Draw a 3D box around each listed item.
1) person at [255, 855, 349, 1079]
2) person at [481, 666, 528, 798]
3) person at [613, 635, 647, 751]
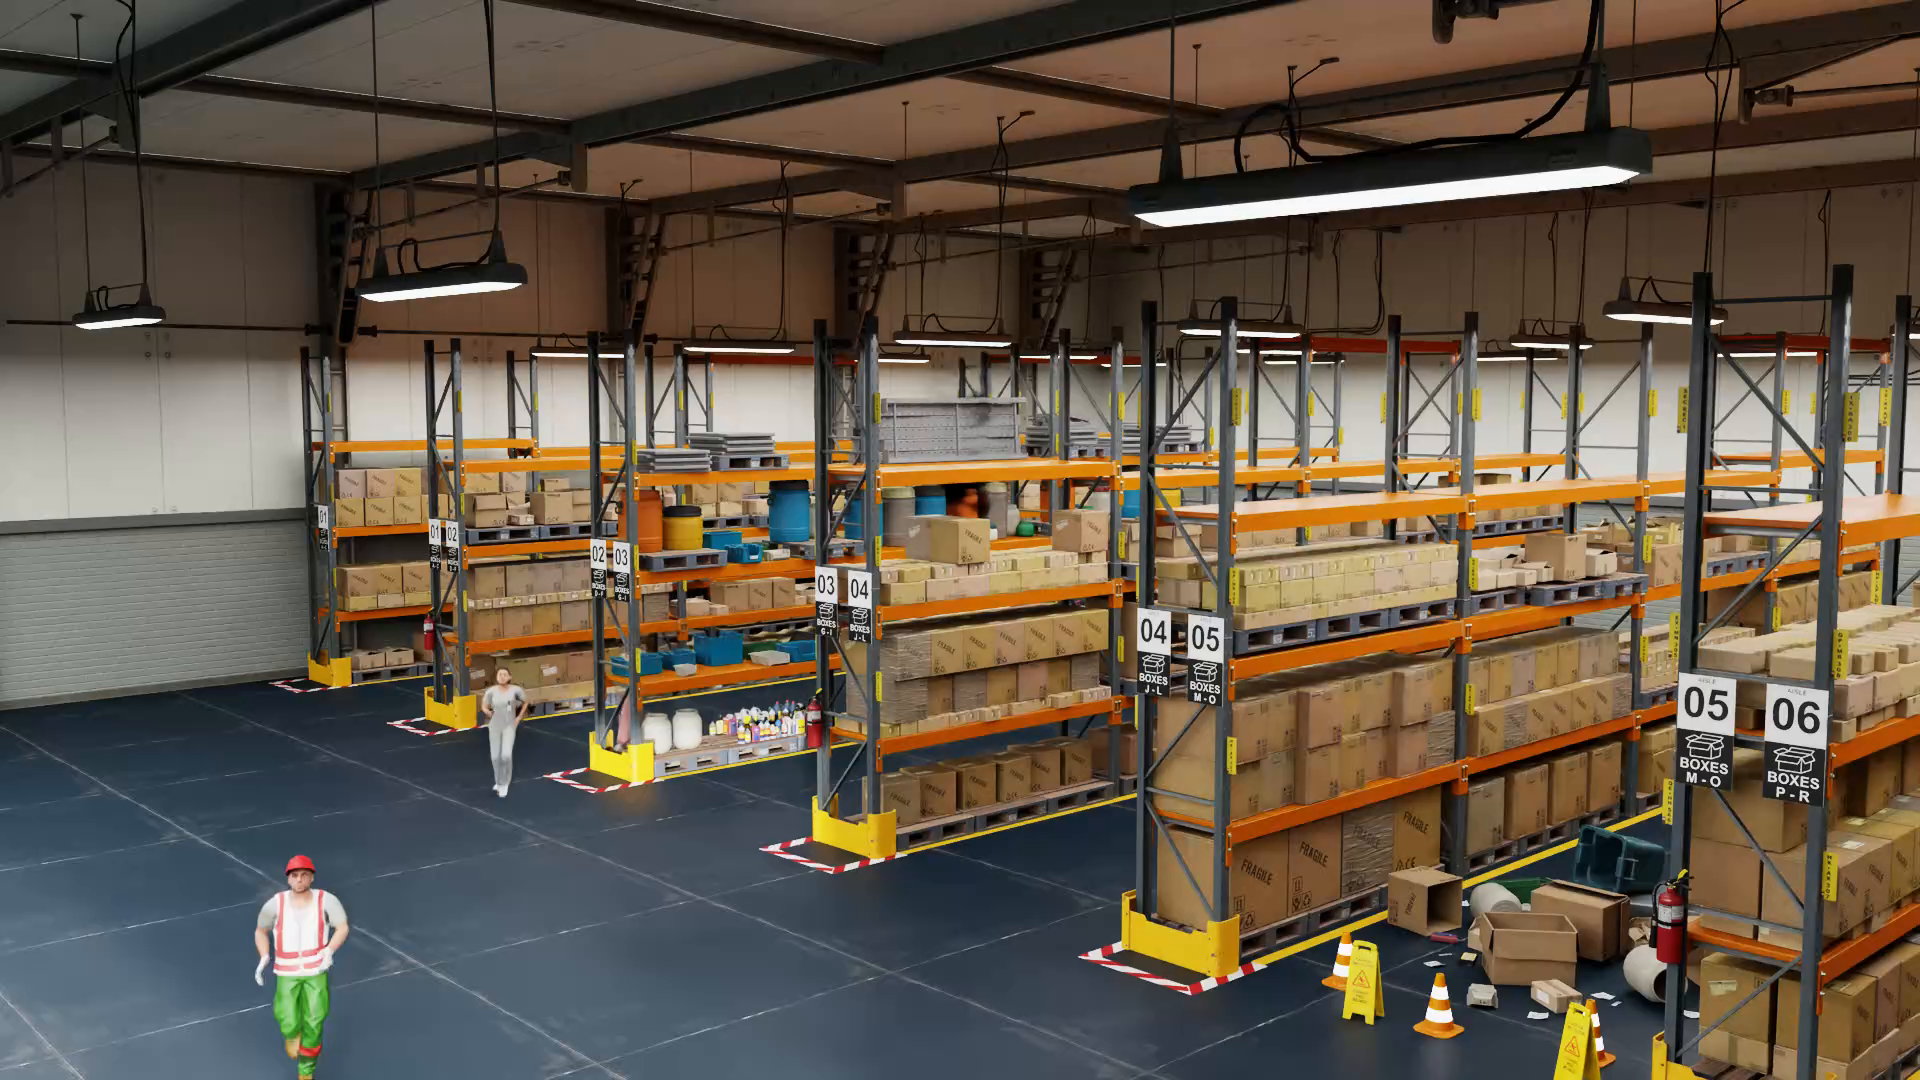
[{"bbox_3d":[-4.904,3.210,12.418,0.658,1.738,0.601,-2,5,-19],"label":"person"},{"bbox_3d":[-5.870,2.461,21.387,0.564,1.691,0.640,0,5,-2],"label":"person"},{"bbox_3d":[-4.810,2.216,24.351,0.579,1.654,0.791,3,6,33],"label":"person"}]
